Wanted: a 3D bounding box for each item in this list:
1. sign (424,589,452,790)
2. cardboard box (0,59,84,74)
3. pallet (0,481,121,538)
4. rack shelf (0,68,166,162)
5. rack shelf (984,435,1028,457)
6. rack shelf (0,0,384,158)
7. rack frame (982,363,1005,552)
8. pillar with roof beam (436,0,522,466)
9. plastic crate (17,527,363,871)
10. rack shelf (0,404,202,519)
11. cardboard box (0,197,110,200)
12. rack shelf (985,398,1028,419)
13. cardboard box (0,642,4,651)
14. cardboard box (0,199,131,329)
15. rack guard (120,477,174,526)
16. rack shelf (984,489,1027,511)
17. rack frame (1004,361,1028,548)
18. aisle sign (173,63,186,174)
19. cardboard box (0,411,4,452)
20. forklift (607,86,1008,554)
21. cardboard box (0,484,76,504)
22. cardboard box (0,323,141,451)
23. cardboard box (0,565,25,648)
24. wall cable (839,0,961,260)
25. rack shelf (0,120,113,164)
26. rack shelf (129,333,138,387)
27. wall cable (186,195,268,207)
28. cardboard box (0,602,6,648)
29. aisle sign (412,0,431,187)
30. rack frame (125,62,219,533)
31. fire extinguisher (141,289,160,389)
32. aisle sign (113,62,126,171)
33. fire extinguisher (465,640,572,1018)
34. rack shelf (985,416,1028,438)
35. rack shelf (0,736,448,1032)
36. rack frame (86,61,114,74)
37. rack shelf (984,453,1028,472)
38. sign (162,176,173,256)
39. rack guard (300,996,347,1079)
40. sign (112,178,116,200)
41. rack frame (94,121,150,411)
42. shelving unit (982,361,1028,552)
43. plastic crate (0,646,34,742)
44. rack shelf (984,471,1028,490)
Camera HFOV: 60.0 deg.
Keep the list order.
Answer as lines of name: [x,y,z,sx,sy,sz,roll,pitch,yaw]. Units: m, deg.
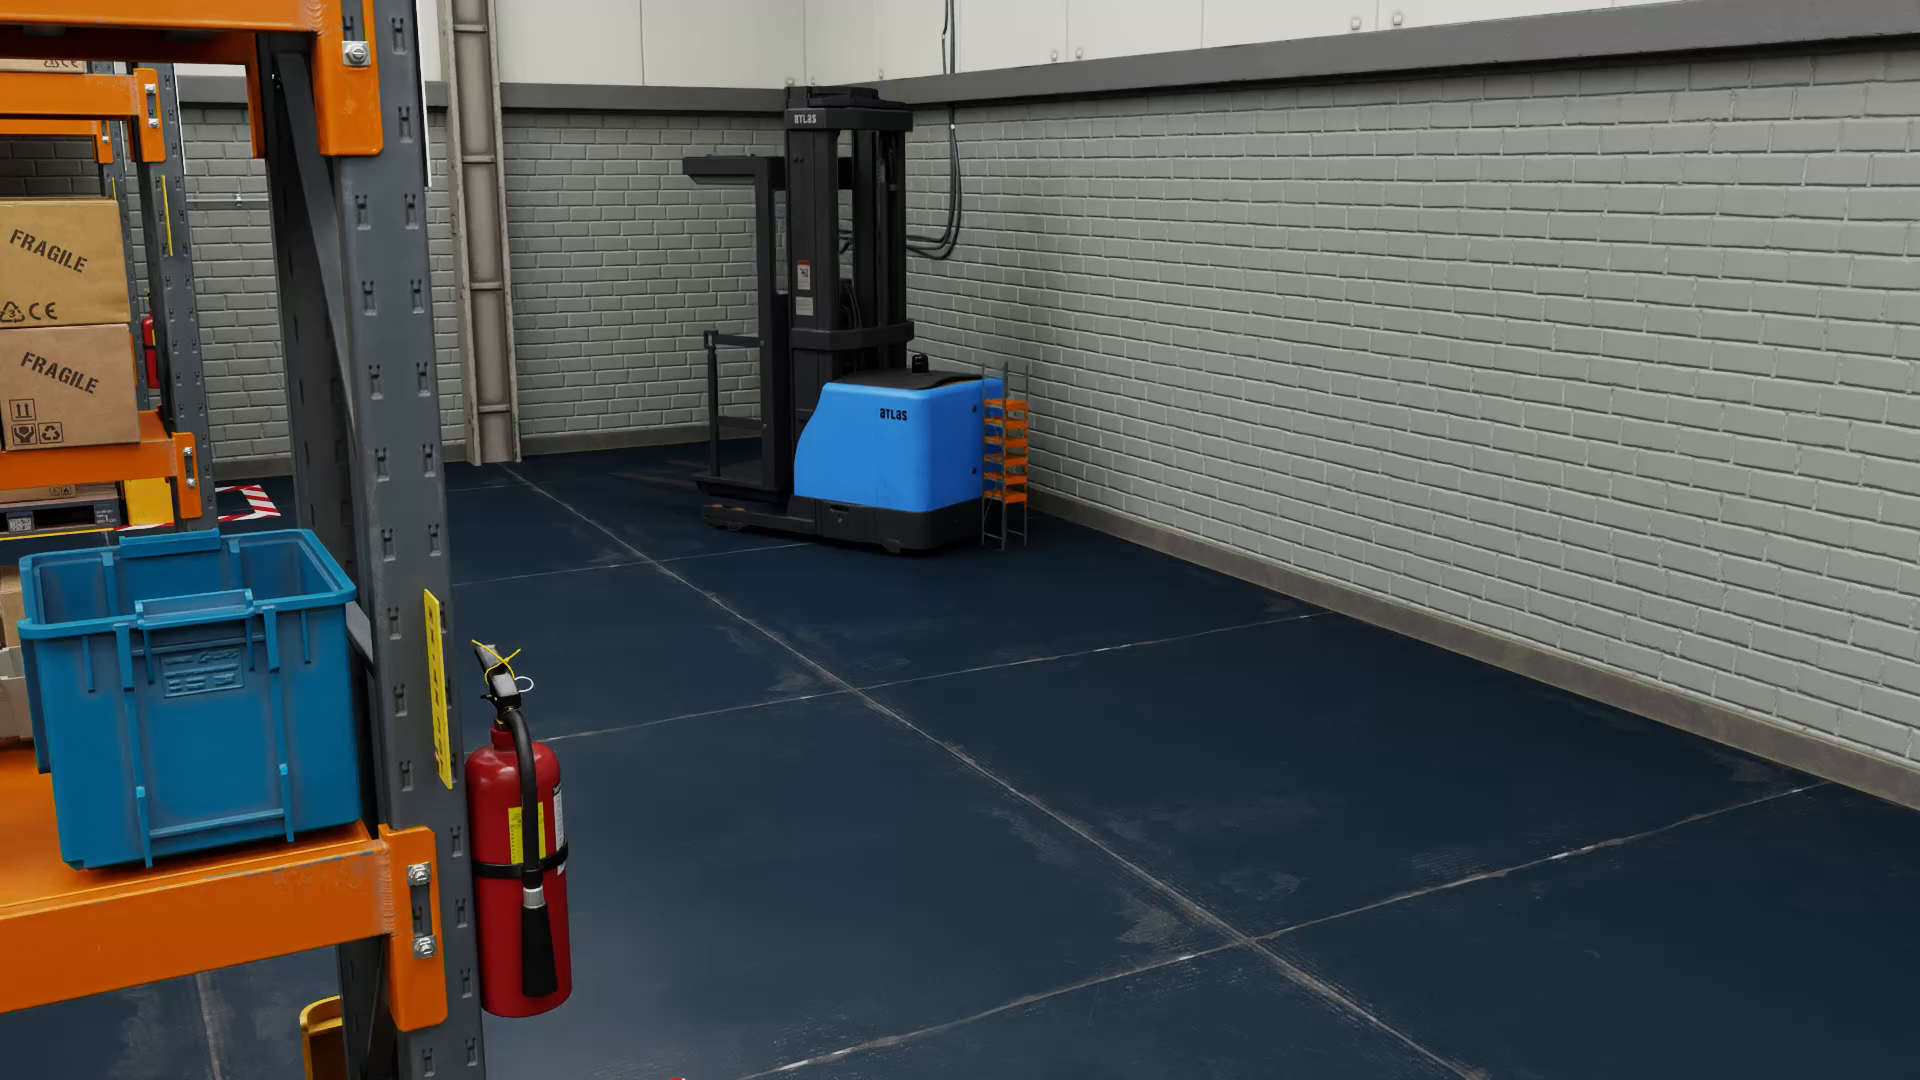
sign: [-0.877,0.251,2.792,0.005,0.325,0.100,-7,14,-28]
cardboard box: [-3.849,-2.014,6.738,0.500,0.250,0.500,-7,14,-28]
pallet: [-6.566,-0.224,11.622,1.213,0.211,1.003,-7,14,-28]
rack shelf: [-5.280,-1.631,6.331,4.000,0.370,1.077,-7,14,-28]
rack shelf: [0.289,-0.617,10.772,0.180,0.103,0.258,-9,16,-35]
rack shelf: [-2.910,-0.676,2.088,4.000,0.370,1.077,-7,14,-28]
rack frame: [0.215,-0.531,10.737,0.006,1.200,0.240,-9,16,-35]
pillar with roof beam: [-1.883,-4.231,9.415,0.400,9.000,9.100,-7,14,-28]
plastic crate: [-1.359,0.251,2.946,0.499,0.435,0.616,-7,14,-28]
rack shelf: [-5.280,-0.168,6.661,4.000,0.370,1.077,-7,14,-28]
cardboard box: [-4.040,-1.270,7.414,0.500,0.500,0.500,-6,14,-26]
rack shelf: [0.289,-0.851,10.720,0.180,0.103,0.258,-9,16,-35]
cardboard box: [-4.282,0.569,7.202,0.250,0.166,0.380,-7,14,-28]
cardboard box: [-3.783,-1.166,6.952,0.500,0.500,0.500,-7,14,-28]
rack guard: [-5.880,-0.466,12.043,0.348,0.500,1.175,-7,14,-28]
rack shelf: [0.289,-0.265,10.851,0.180,0.103,0.258,-9,16,-35]
rack frame: [0.364,-0.555,10.841,0.006,1.200,0.240,-9,16,-35]
aisle sign: [-3.318,-1.945,7.001,0.004,0.787,0.394,-7,14,-28]
cardboard box: [-4.241,-0.623,6.818,0.500,0.500,0.500,-7,14,-27]
forklift: [-1.176,-1.572,11.420,3.031,2.935,1.130,9,15,34]
cardboard box: [-6.468,-0.576,11.572,0.500,0.500,0.700,-7,14,-28]
cardboard box: [-3.787,-0.678,7.063,0.500,0.500,0.500,-6,14,-26]
cardboard box: [-3.884,0.381,7.278,0.500,0.500,0.500,-7,14,-28]
wall cable: [-0.766,-3.621,13.777,0.112,2.526,3.097,-7,14,-28]
rack shelf: [-7.657,-2.585,10.572,4.000,0.370,1.077,-7,14,-28]
rack shelf: [-7.657,-1.122,10.901,4.000,0.370,1.077,-7,14,-28]
wall cable: [-5.231,-2.496,13.054,1.851,1.984,0.084,-7,14,-28]
cardboard box: [-4.577,0.453,7.525,0.500,0.250,0.500,-7,14,-28]
aisle sign: [-0.951,-0.993,2.771,0.004,0.787,0.394,-7,14,-28]
rack frame: [-3.525,-0.729,7.517,0.127,3.000,1.000,-7,14,-28]
fire extinguisher: [-5.548,-1.391,11.482,0.183,0.674,0.296,-7,14,-28]
aisle sign: [-5.694,-2.901,11.248,0.004,0.787,0.394,-7,14,-28]
fire extinguisher: [-0.804,0.517,3.004,0.183,0.674,0.296,-7,14,-28]
rack shelf: [0.289,-0.734,10.746,0.180,0.103,0.258,-9,16,-35]
rack shelf: [-2.910,0.787,2.417,4.000,0.370,1.077,-7,14,-28]
rack frame: [-5.901,-4.610,11.098,0.127,3.000,1.000,-7,14,-28]
rack shelf: [0.289,-0.500,10.799,0.180,0.103,0.258,-9,16,-35]
sign: [-3.276,-1.339,6.870,0.005,0.325,0.100,-7,14,-28]
rack guard: [-1.140,1.440,3.570,0.348,0.500,1.175,-7,14,-28]
sign: [-5.654,-2.258,11.133,0.005,0.325,0.100,-7,14,-28]
rack frame: [-5.901,-1.683,11.757,0.127,3.000,1.000,-7,14,-28]
shelving unit: [0.289,-0.543,10.789,0.189,1.200,0.258,-9,16,-35]
plastic crate: [-1.850,0.306,3.383,0.298,0.136,0.250,-7,14,-28]
rack shelf: [0.289,-0.383,10.825,0.180,0.103,0.258,-9,16,-35]
